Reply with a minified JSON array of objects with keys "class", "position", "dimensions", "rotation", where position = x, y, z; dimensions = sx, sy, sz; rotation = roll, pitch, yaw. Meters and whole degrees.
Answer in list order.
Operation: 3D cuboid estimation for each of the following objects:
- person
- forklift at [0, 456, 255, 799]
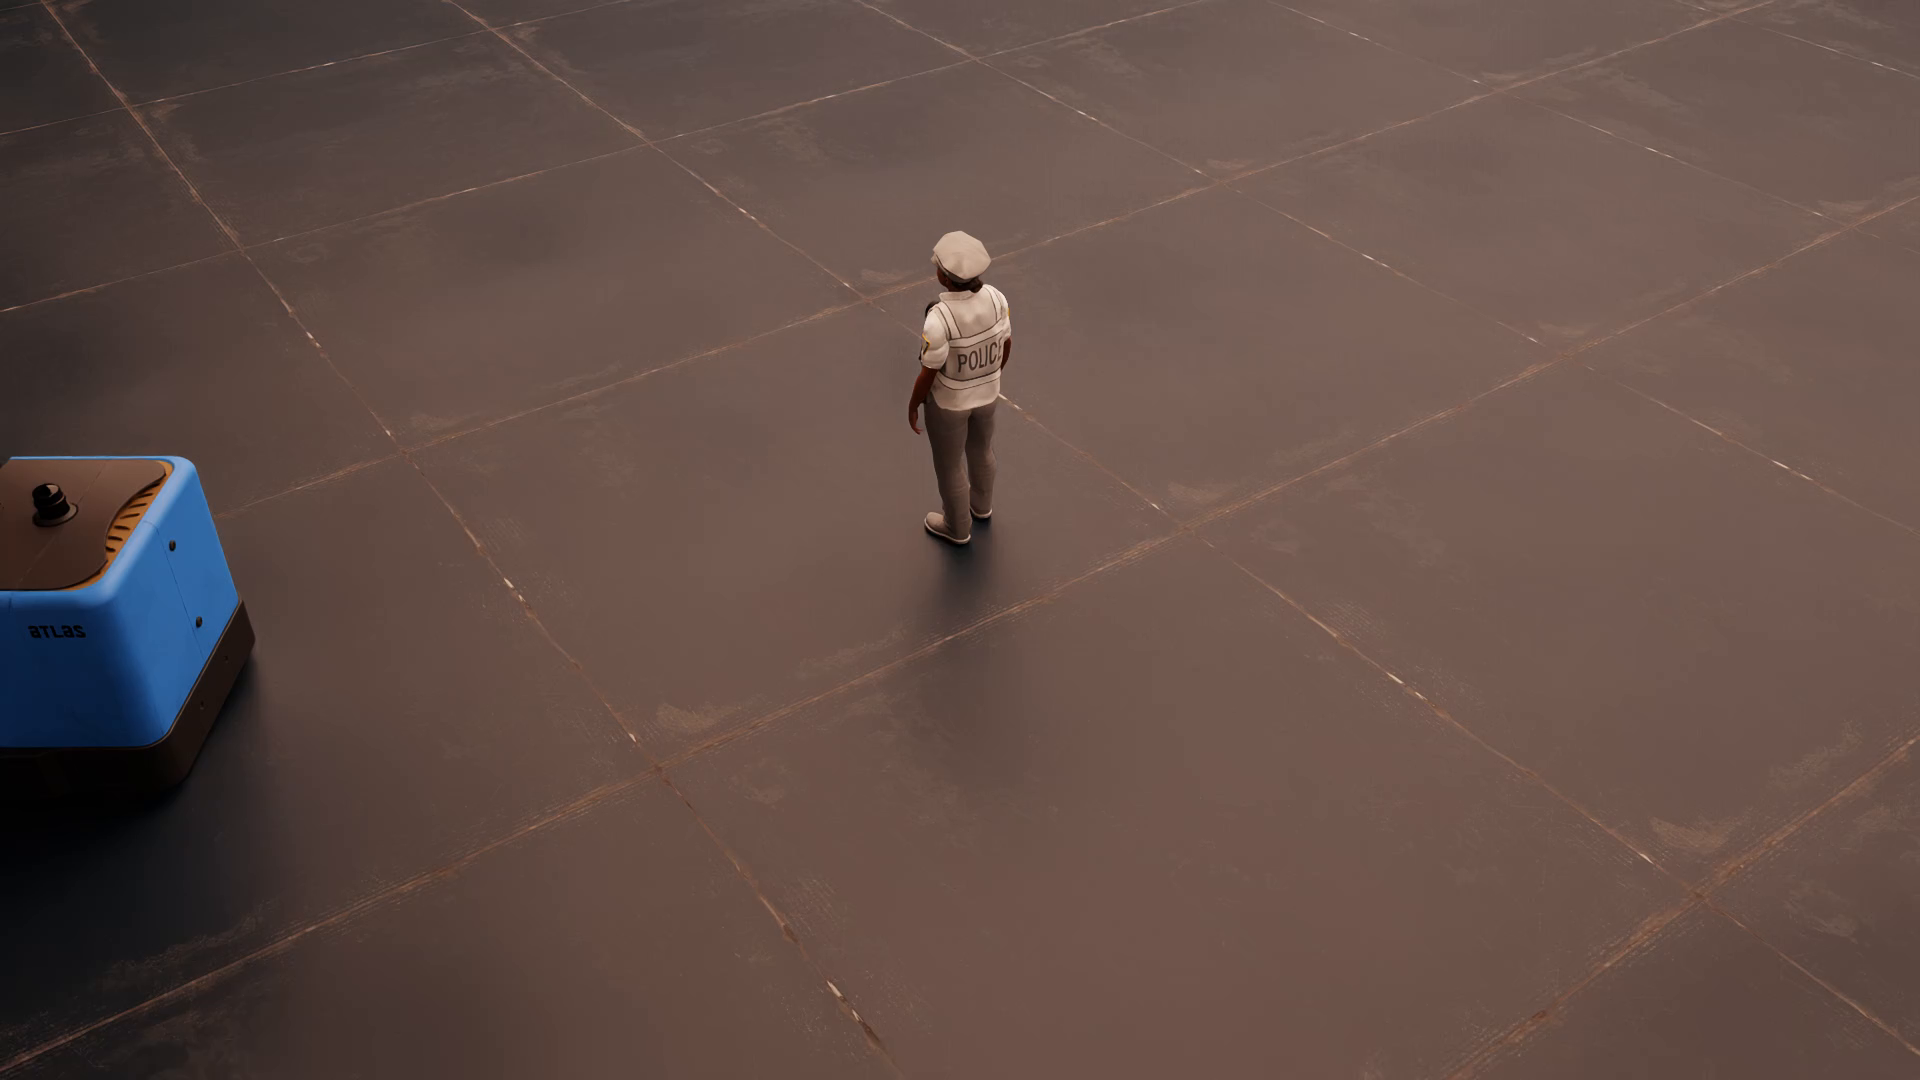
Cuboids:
[{"class":"person","position":[-0.027,-0.730,7.960],"dimensions":[0.569,1.694,0.530],"rotation":[-23,42,-28]},{"class":"forklift","position":[-4.755,-0.385,6.466],"dimensions":[3.031,2.935,1.130],"rotation":[0,36,0]}]
